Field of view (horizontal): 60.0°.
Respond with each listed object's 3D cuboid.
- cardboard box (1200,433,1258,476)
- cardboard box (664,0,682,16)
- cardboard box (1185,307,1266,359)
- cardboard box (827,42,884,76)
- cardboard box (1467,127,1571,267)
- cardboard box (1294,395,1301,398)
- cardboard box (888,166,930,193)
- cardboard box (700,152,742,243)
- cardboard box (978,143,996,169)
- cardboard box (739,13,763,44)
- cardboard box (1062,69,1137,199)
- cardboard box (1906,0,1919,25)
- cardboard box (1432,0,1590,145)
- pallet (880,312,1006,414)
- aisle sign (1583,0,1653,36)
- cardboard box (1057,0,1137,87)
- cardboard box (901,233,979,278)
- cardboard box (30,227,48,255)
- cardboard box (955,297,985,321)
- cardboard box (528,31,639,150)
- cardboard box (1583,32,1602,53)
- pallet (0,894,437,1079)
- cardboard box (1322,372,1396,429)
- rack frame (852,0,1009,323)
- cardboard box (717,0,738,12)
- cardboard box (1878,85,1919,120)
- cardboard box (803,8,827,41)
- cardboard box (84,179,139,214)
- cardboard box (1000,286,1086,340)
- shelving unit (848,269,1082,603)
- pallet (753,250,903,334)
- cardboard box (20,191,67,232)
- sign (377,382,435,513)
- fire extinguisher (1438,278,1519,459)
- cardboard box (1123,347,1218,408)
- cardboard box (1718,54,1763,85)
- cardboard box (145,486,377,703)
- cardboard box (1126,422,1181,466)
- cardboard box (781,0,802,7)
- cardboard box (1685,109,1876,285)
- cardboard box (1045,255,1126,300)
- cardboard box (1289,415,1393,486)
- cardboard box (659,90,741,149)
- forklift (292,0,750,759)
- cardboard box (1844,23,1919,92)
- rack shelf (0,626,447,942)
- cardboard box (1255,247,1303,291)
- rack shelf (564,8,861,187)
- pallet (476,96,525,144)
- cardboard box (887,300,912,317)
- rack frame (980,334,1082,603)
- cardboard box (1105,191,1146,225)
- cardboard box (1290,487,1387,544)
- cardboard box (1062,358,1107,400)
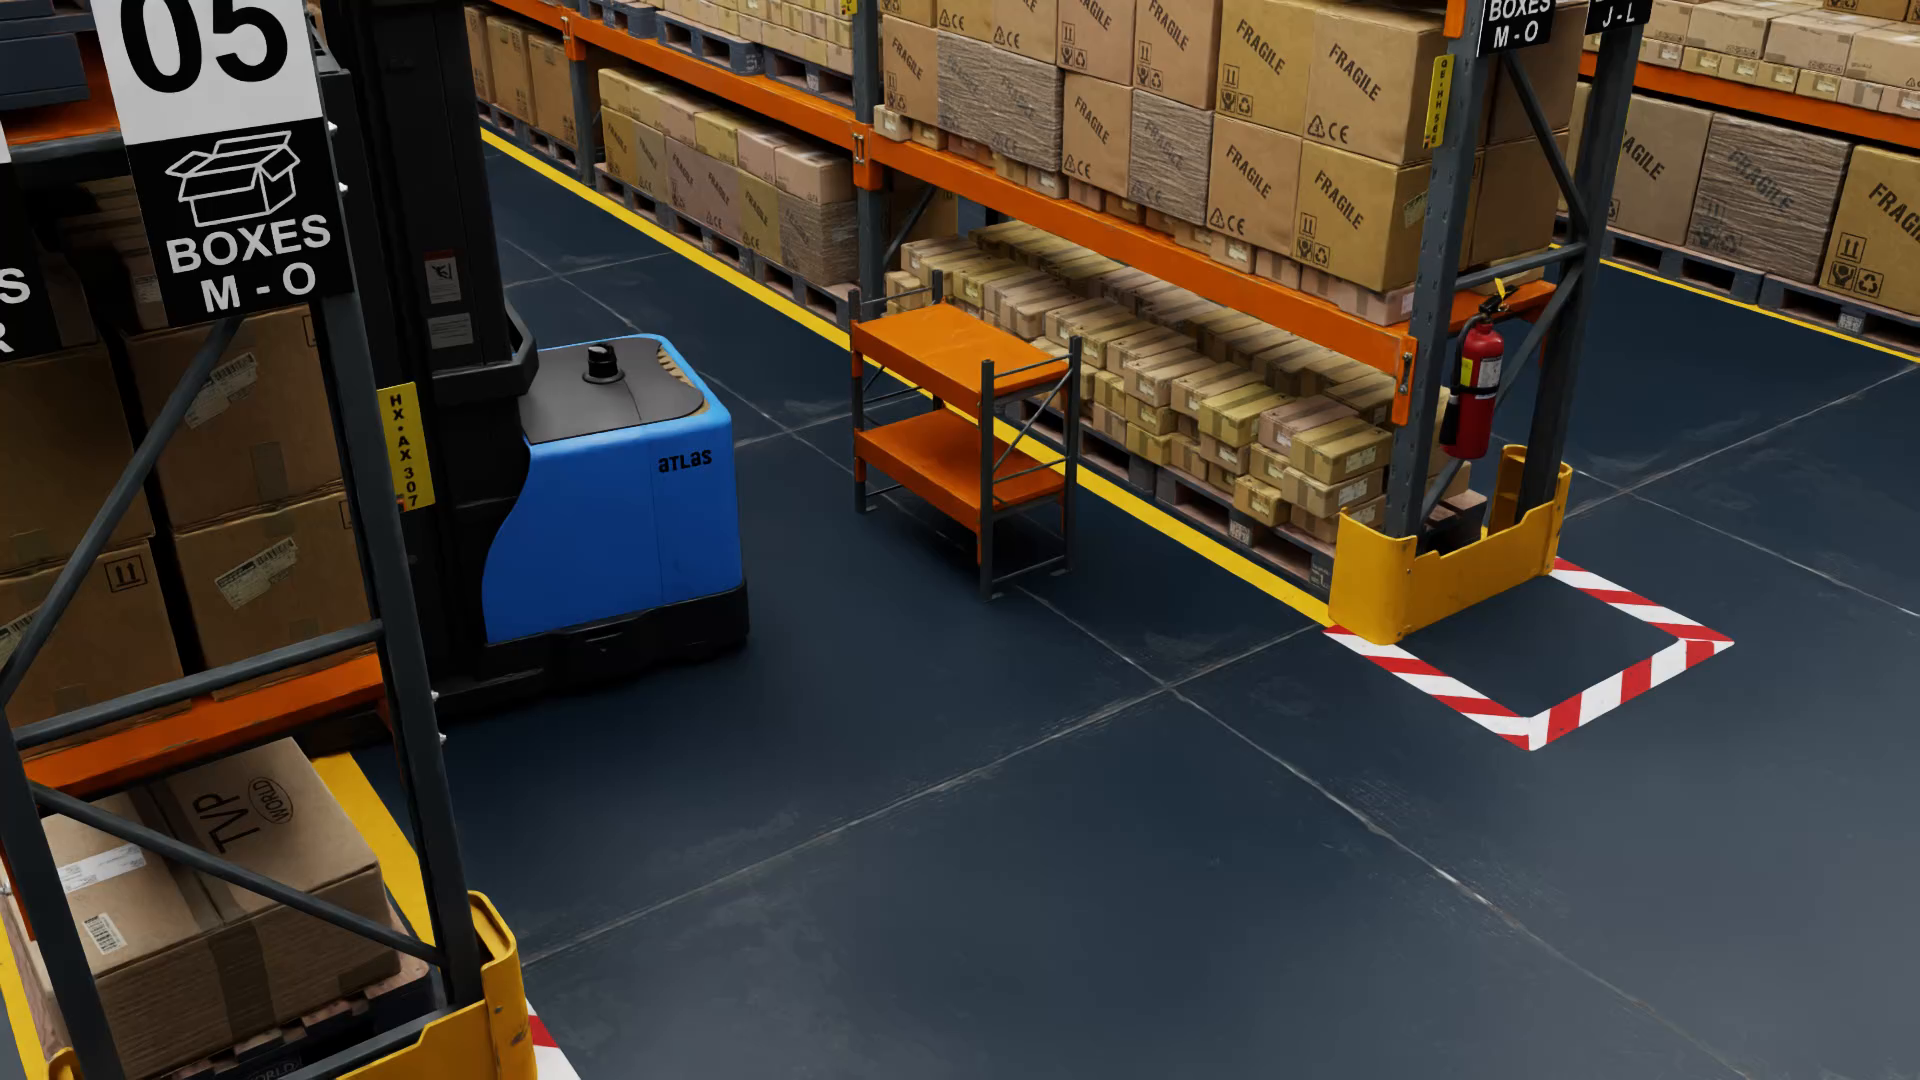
[{"bbox_3d":[1.334,-0.454,7.679,0.380,0.149,0.250,-20,35,-33],"label":"cardboard box"},{"bbox_3d":[-1.744,-3.602,11.063,0.380,0.149,0.250,-18,33,-29],"label":"cardboard box"},{"bbox_3d":[1.369,-1.061,8.485,0.380,0.149,0.250,-18,33,-30],"label":"cardboard box"},{"bbox_3d":[-0.537,-2.793,9.573,0.380,0.149,0.250,-20,34,-32],"label":"cardboard box"},{"bbox_3d":[2.140,-1.490,6.934,0.500,0.500,0.500,-17,33,-28],"label":"cardboard box"},{"bbox_3d":[1.693,-0.724,8.175,0.380,0.149,0.250,-18,33,-29],"label":"cardboard box"},{"bbox_3d":[-0.358,-2.395,10.411,0.500,0.250,0.500,-20,35,-33],"label":"cardboard box"},{"bbox_3d":[-1.371,-2.323,11.064,0.500,0.500,0.500,-20,34,-32],"label":"cardboard box"},{"bbox_3d":[0.313,-2.032,8.612,0.380,0.149,0.250,-20,35,-33],"label":"cardboard box"},{"bbox_3d":[-1.142,-3.195,10.314,0.380,0.149,0.250,-20,35,-33],"label":"cardboard box"},{"bbox_3d":[0.828,-1.935,7.754,0.500,0.500,0.500,-17,33,-28],"label":"cardboard box"},{"bbox_3d":[5.926,-3.248,9.647,0.500,0.500,0.500,-20,34,-32],"label":"cardboard box"},{"bbox_3d":[2.131,-1.926,6.690,0.500,0.500,0.500,-19,34,-31],"label":"cardboard box"},{"bbox_3d":[0.273,-1.143,9.633,1.003,0.211,1.213,-19,34,-31],"label":"pallet"},{"bbox_3d":[2.462,-2.261,6.047,0.394,0.787,0.004,-19,34,-31],"label":"aisle sign"},{"bbox_3d":[0.795,-2.389,7.541,0.500,0.500,0.500,-20,34,-32],"label":"cardboard box"},{"bbox_3d":[-0.114,-1.621,9.516,0.380,0.149,0.250,-17,33,-29],"label":"cardboard box"},{"bbox_3d":[-2.336,-0.599,3.878,0.380,0.149,0.250,-18,33,-30],"label":"cardboard box"},{"bbox_3d":[0.195,-1.294,9.225,0.380,0.149,0.250,-19,34,-31],"label":"cardboard box"},{"bbox_3d":[-2.745,-3.632,13.211,1.050,0.750,0.750,-19,34,-31],"label":"cardboard box"},{"bbox_3d":[4.314,-3.329,11.001,0.380,0.149,0.250,-20,34,-32],"label":"cardboard box"},{"bbox_3d":[-2.326,1.282,5.169,1.003,0.211,1.213,-19,34,-31],"label":"pallet"},{"bbox_3d":[1.890,-0.629,7.689,0.380,0.149,0.250,-18,33,-30],"label":"cardboard box"},{"bbox_3d":[-0.145,-2.619,9.430,1.000,3.000,0.127,-19,34,-31],"label":"rack frame"},{"bbox_3d":[-1.304,-3.436,10.444,0.380,0.149,0.250,-19,34,-30],"label":"cardboard box"},{"bbox_3d":[5.502,-2.534,9.536,0.380,0.149,0.250,-19,34,-31],"label":"cardboard box"},{"bbox_3d":[-0.690,-3.026,9.691,0.380,0.149,0.250,-19,34,-30],"label":"cardboard box"},{"bbox_3d":[-2.046,-0.853,4.345,0.380,0.149,0.250,-18,33,-29],"label":"cardboard box"},{"bbox_3d":[0.435,-1.196,8.734,0.380,0.149,0.250,-18,33,-30],"label":"cardboard box"},{"bbox_3d":[0.004,-0.492,7.477,0.538,1.125,1.048,-19,34,-31],"label":"shelving unit"},{"bbox_3d":[-0.598,-1.696,10.652,1.003,0.211,1.213,-19,34,-31],"label":"pallet"},{"bbox_3d":[-2.455,-0.800,4.928,0.500,0.500,0.500,-19,34,-31],"label":"cardboard box"},{"bbox_3d":[-1.343,-0.221,4.024,0.100,0.325,0.005,-19,34,-31],"label":"sign"},{"bbox_3d":[1.945,-0.641,6.258,0.296,0.674,0.183,-19,34,-31],"label":"fire extinguisher"},{"bbox_3d":[1.009,-0.779,7.966,0.380,0.149,0.250,-17,33,-29],"label":"cardboard box"},{"bbox_3d":[4.913,-2.929,10.264,0.380,0.149,0.250,-18,33,-30],"label":"cardboard box"},{"bbox_3d":[-1.843,0.035,4.437,0.500,0.500,0.500,-19,34,-31],"label":"cardboard box"},{"bbox_3d":[1.032,-0.515,8.103,0.380,0.149,0.250,-20,35,-33],"label":"cardboard box"},{"bbox_3d":[-0.842,-3.262,9.813,0.380,0.149,0.250,-20,34,-32],"label":"cardboard box"},{"bbox_3d":[5.310,-2.229,10.498,0.875,0.875,0.875,-19,34,-31],"label":"cardboard box"},{"bbox_3d":[0.691,-1.440,9.183,0.380,0.149,0.250,-18,33,-29],"label":"cardboard box"},{"bbox_3d":[1.662,-0.393,7.254,0.380,0.149,0.250,-18,33,-30],"label":"cardboard box"},{"bbox_3d":[-1.692,-2.862,11.270,0.500,0.250,0.500,-18,34,-30],"label":"cardboard box"},{"bbox_3d":[-2.433,-0.745,6.051,3.031,2.935,1.130,-13,31,-22],"label":"forklift"},{"bbox_3d":[5.483,-2.775,9.562,0.500,0.250,0.500,-19,34,-31],"label":"cardboard box"},{"bbox_3d":[-2.958,-0.116,5.574,1.077,0.370,4.000,-19,34,-31],"label":"rack shelf"},{"bbox_3d":[1.484,-1.203,7.085,0.380,0.149,0.250,-19,34,-31],"label":"cardboard box"},{"bbox_3d":[-1.305,-3.081,11.033,1.077,0.370,4.000,-19,34,-31],"label":"rack shelf"},{"bbox_3d":[-3.565,-3.750,14.434,1.003,0.211,1.213,-19,34,-31],"label":"pallet"},{"bbox_3d":[-0.195,-1.320,9.586,0.380,0.149,0.250,-20,35,-33],"label":"cardboard box"},{"bbox_3d":[0.299,-0.294,7.113,0.500,1.125,0.032,-19,34,-31],"label":"rack frame"},{"bbox_3d":[0.913,-1.626,7.864,0.380,0.149,0.250,-18,33,-30],"label":"cardboard box"},{"bbox_3d":[1.700,-0.143,7.417,0.380,0.149,0.250,-18,33,-30],"label":"cardboard box"},{"bbox_3d":[0.707,-0.856,8.419,0.380,0.149,0.250,-18,34,-30],"label":"cardboard box"}]
